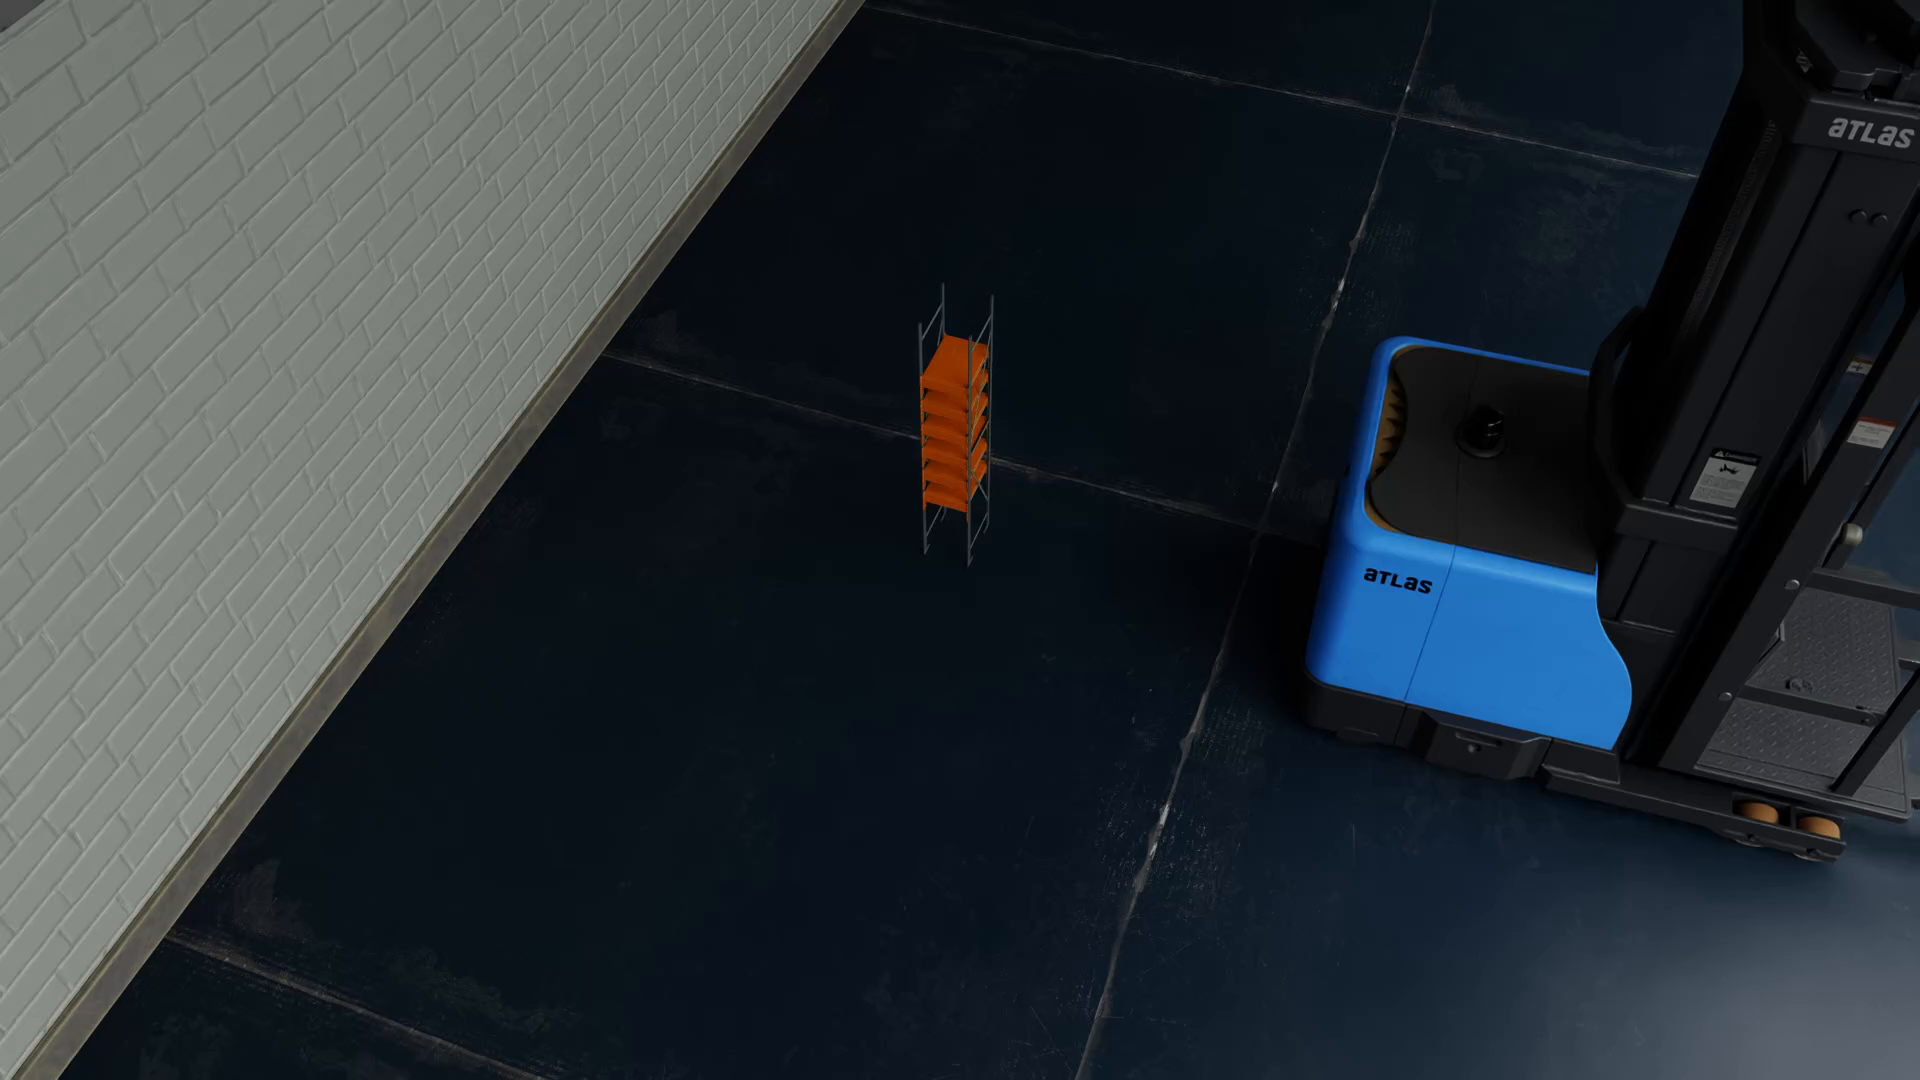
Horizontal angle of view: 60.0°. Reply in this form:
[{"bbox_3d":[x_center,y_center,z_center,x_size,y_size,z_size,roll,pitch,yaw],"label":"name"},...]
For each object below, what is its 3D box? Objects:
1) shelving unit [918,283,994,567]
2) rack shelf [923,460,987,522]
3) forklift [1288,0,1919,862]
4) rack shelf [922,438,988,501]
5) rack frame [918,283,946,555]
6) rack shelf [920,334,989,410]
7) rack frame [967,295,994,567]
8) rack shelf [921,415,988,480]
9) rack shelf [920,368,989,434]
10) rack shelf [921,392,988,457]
[{"bbox_3d":[-0.014,-0.397,6.166,0.189,1.200,0.258,16,51,13],"label":"shelving unit"},{"bbox_3d":[-0.014,-0.210,6.381,0.180,0.103,0.258,16,51,13],"label":"rack shelf"},{"bbox_3d":[2.762,-0.321,4.955,3.031,2.935,1.130,13,50,11],"label":"forklift"},{"bbox_3d":[-0.014,-0.289,6.291,0.180,0.103,0.258,16,51,13],"label":"rack shelf"},{"bbox_3d":[-0.099,-0.421,6.187,0.006,1.200,0.240,16,51,13],"label":"rack frame"},{"bbox_3d":[-0.014,-0.603,5.928,0.180,0.103,0.258,16,51,13],"label":"rack shelf"},{"bbox_3d":[0.072,-0.373,6.146,0.006,1.200,0.240,16,51,13],"label":"rack frame"},{"bbox_3d":[-0.014,-0.368,6.200,0.180,0.103,0.258,16,51,13],"label":"rack shelf"},{"bbox_3d":[-0.014,-0.525,6.019,0.180,0.103,0.258,16,51,13],"label":"rack shelf"},{"bbox_3d":[-0.014,-0.446,6.109,0.180,0.103,0.258,16,51,13],"label":"rack shelf"}]
